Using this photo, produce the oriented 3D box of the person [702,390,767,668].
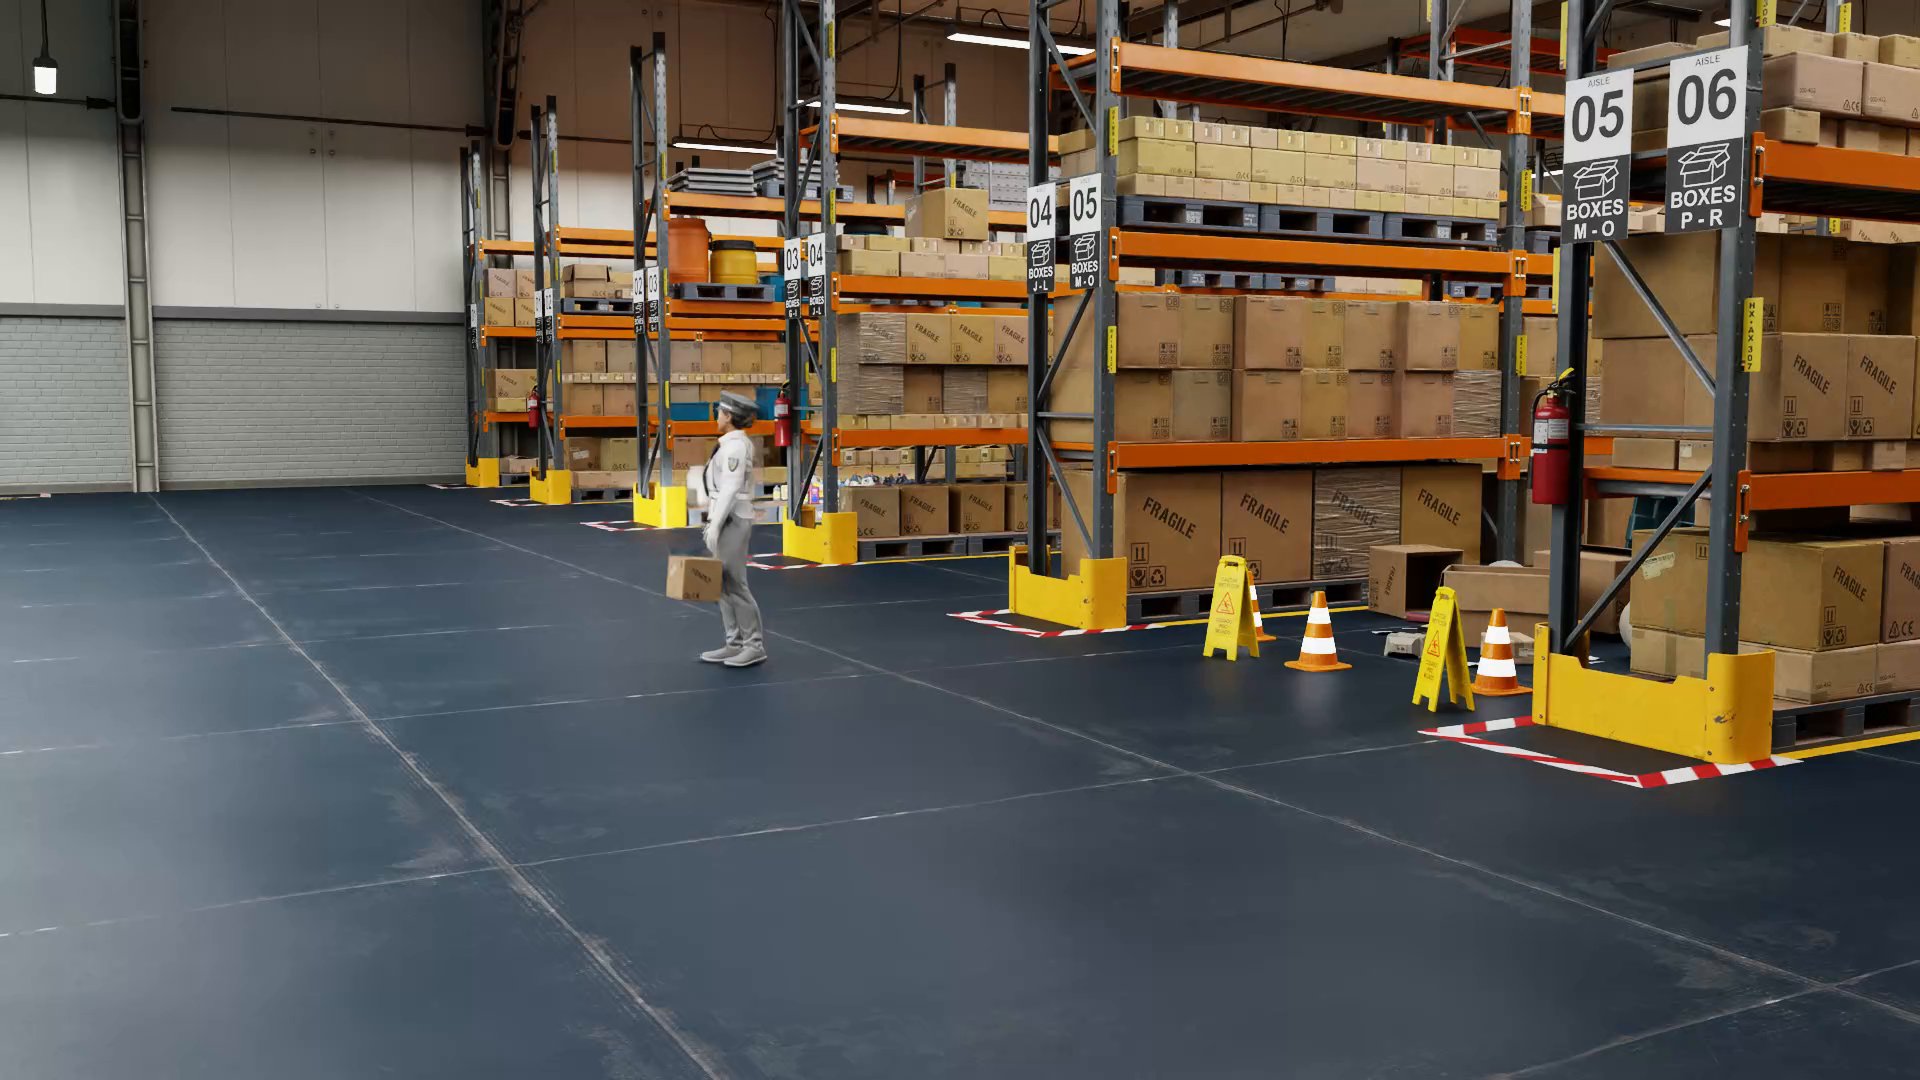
[{"bbox_3d":[-1.405,-0.080,10.281,0.412,1.688,0.511,0,5,-3],"label":"person"}]
